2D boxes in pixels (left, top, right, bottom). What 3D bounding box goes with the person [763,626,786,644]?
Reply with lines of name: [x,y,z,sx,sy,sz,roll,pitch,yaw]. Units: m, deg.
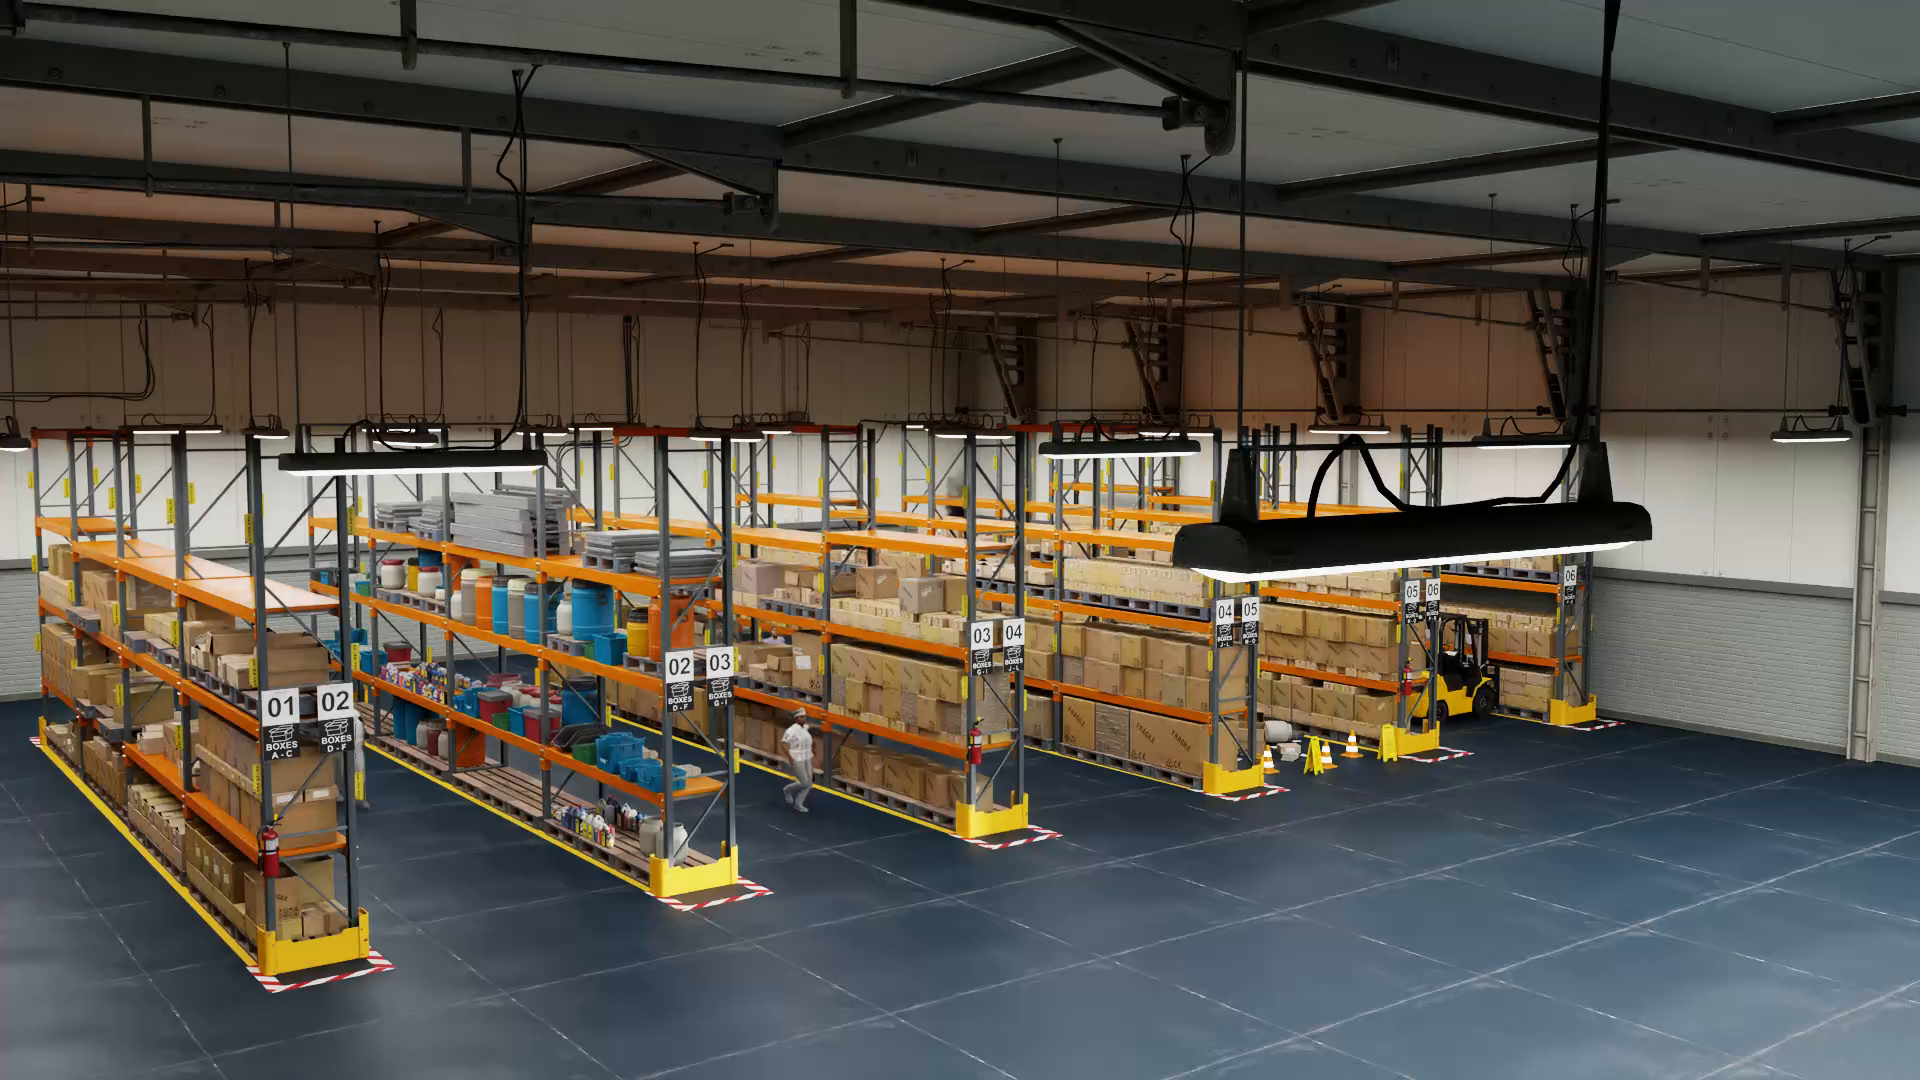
person: [-4.044,2.687,36.359,0.603,1.629,0.624,-2,5,-28]

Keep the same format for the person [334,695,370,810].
person: [-9.771,3.362,26.521,0.643,1.825,0.860,-4,6,-45]

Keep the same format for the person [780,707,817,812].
person: [-2.506,3.455,26.173,0.558,1.658,0.554,4,6,41]

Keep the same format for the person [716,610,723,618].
person: [-5.981,2.334,41.167,0.597,1.559,0.516,4,6,44]

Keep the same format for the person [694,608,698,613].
person: [-6.428,2.418,39.515,0.645,1.620,0.622,-1,5,-17]
